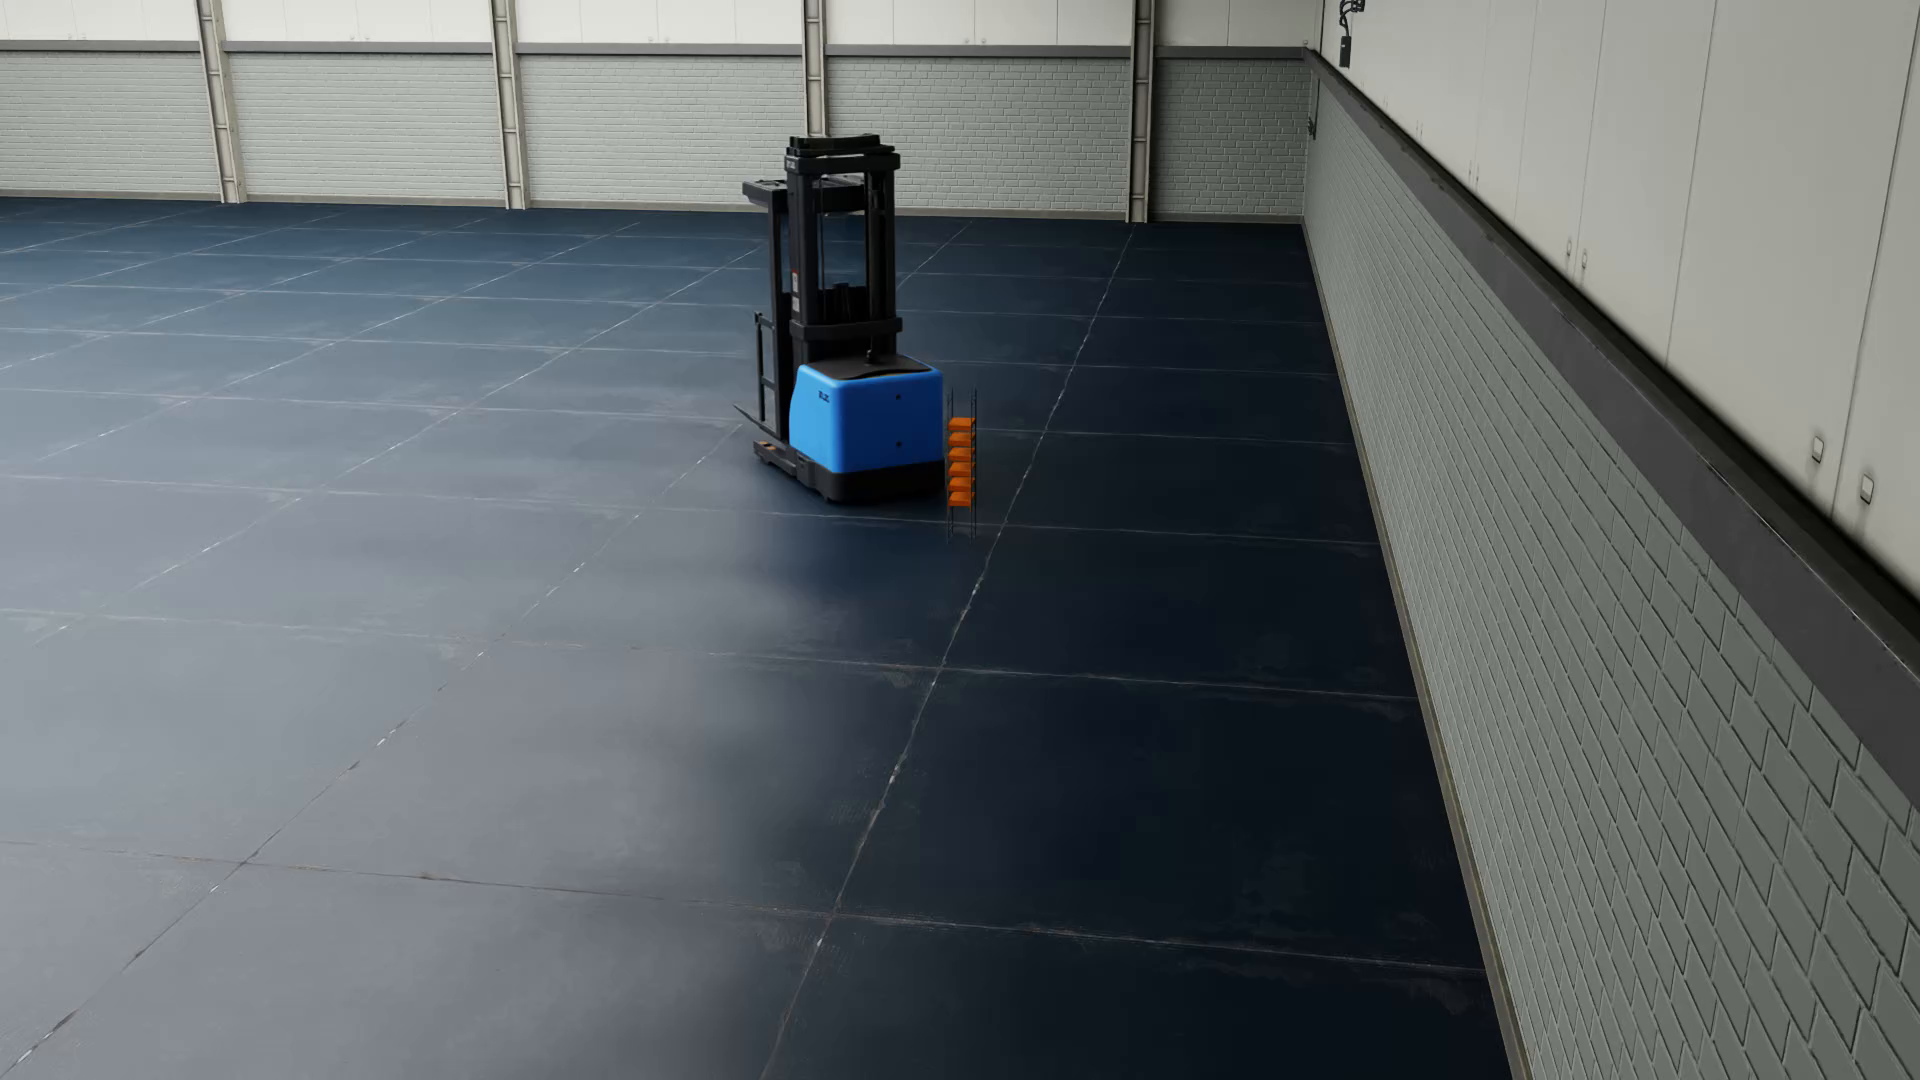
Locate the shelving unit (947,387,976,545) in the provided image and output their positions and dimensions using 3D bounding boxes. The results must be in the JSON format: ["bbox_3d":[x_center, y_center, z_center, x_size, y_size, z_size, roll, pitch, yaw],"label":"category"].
[{"bbox_3d":[0.014,-0.568,12.878,0.189,1.200,0.258,3,19,9],"label":"shelving unit"}]

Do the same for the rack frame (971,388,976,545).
[{"bbox_3d":[0.105,-0.564,12.864,0.006,1.200,0.240,3,19,9],"label":"rack frame"}]

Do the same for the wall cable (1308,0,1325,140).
[{"bbox_3d":[5.953,-8.093,27.969,0.112,2.526,3.097,3,19,9],"label":"wall cable"}]

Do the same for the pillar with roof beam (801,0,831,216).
[{"bbox_3d":[-3.353,-9.081,26.029,0.400,9.000,9.100,3,19,9],"label":"pillar with roof beam"}]

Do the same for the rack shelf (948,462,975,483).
[{"bbox_3d":[0.014,-0.526,12.892,0.180,0.103,0.258,3,19,9],"label":"rack shelf"}]

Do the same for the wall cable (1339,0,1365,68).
[{"bbox_3d":[4.432,-8.205,18.050,0.169,6.003,2.305,3,19,9],"label":"wall cable"}]

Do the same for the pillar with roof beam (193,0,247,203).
[{"bbox_3d":[-15.201,-9.685,27.834,0.400,9.000,9.100,3,19,9],"label":"pillar with roof beam"}]

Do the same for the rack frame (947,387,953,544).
[{"bbox_3d":[-0.076,-0.573,12.891,0.006,1.200,0.240,3,19,9],"label":"rack frame"}]

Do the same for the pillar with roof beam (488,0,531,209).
[{"bbox_3d":[-9.277,-9.383,26.932,0.400,9.000,9.100,3,19,9],"label":"pillar with roof beam"}]

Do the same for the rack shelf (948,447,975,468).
[{"bbox_3d":[0.014,-0.640,12.854,0.180,0.103,0.258,3,19,9],"label":"rack shelf"}]

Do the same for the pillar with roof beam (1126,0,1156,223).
[{"bbox_3d":[2.571,-8.779,25.127,0.400,9.000,9.100,3,19,9],"label":"pillar with roof beam"}]

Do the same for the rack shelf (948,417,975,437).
[{"bbox_3d":[0.014,-0.868,12.777,0.180,0.103,0.258,3,19,9],"label":"rack shelf"}]

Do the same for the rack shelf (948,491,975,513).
[{"bbox_3d":[0.014,-0.299,12.968,0.180,0.103,0.258,3,19,9],"label":"rack shelf"}]

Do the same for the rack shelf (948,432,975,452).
[{"bbox_3d":[0.014,-0.754,12.816,0.180,0.103,0.258,3,19,9],"label":"rack shelf"}]

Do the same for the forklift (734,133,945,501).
[{"bbox_3d":[-1.243,-2.135,14.830,1.130,2.935,3.031,-9,21,-25],"label":"forklift"}]

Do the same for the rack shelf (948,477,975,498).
[{"bbox_3d":[0.014,-0.412,12.930,0.180,0.103,0.258,3,19,9],"label":"rack shelf"}]
